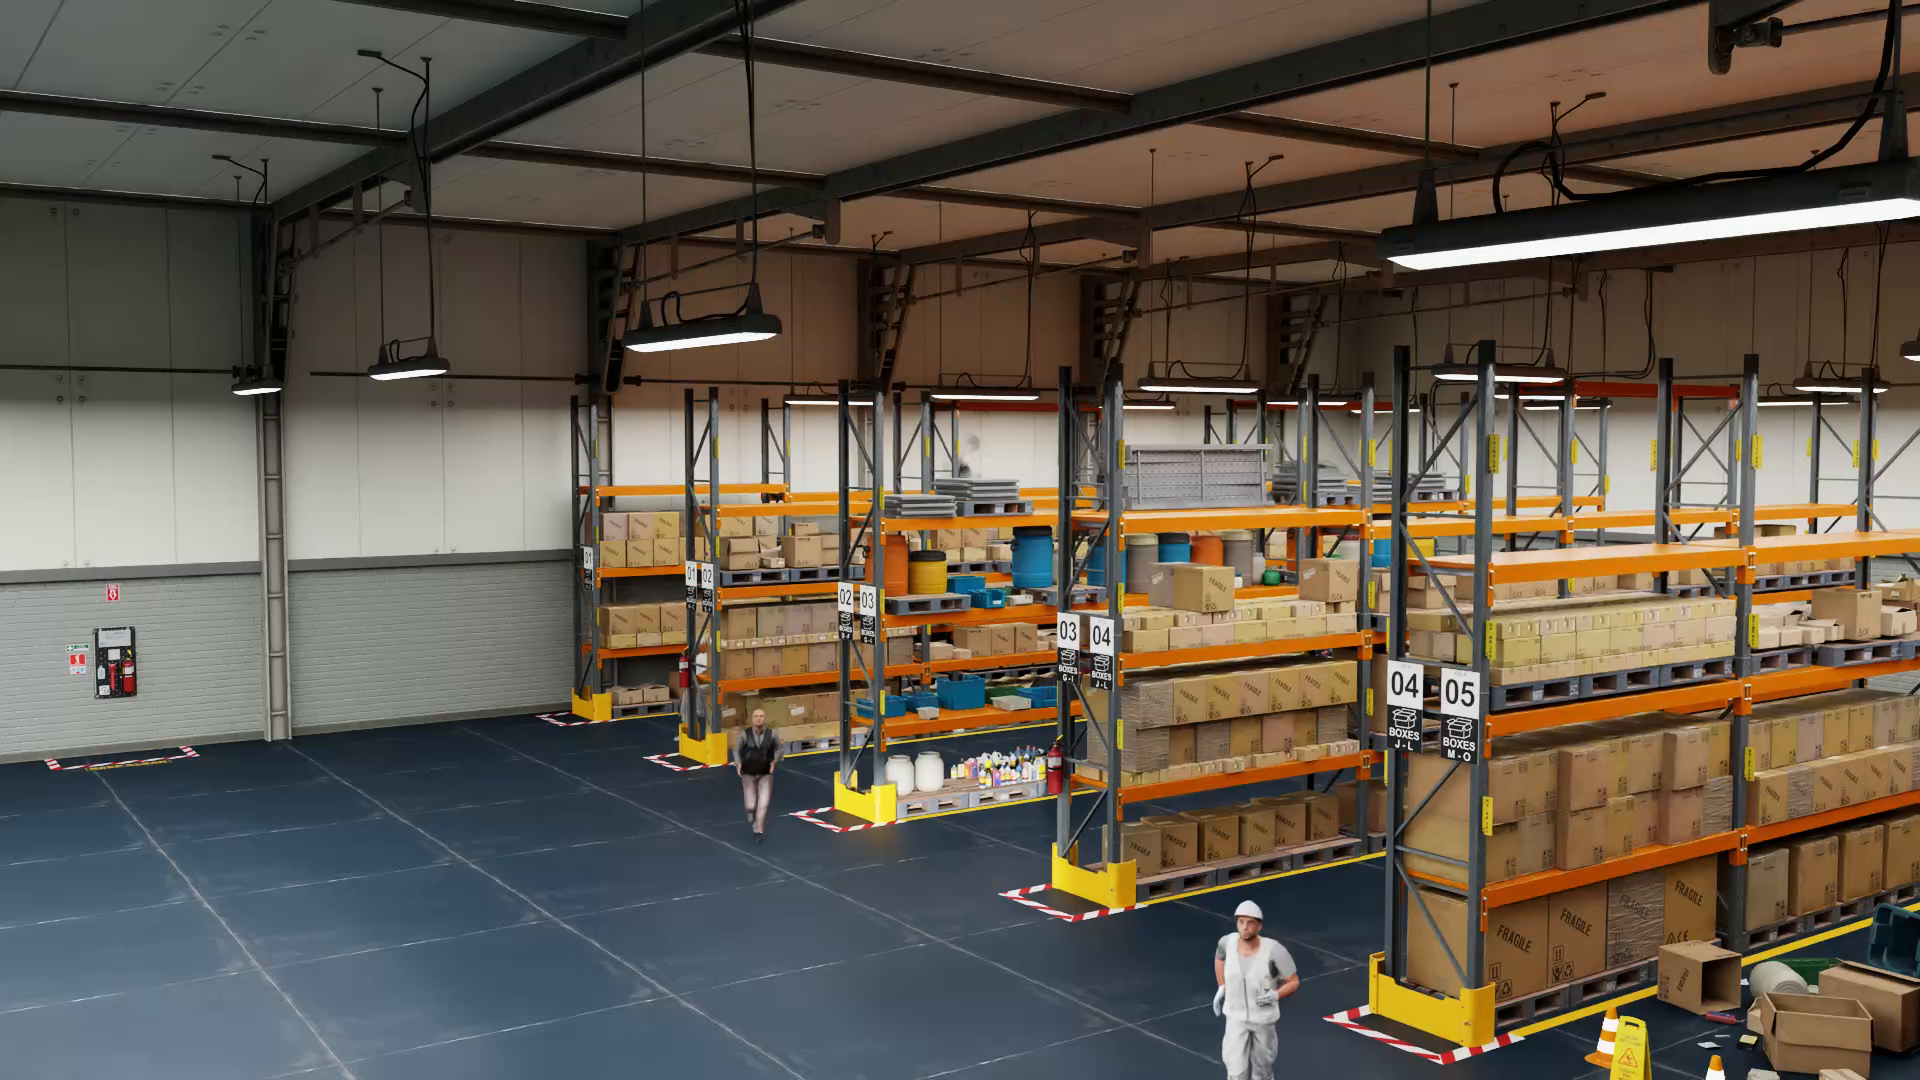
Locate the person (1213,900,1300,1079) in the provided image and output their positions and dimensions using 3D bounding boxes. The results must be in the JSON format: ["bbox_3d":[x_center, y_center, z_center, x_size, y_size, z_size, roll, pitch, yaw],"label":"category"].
[{"bbox_3d":[2.149,3.508,12.122,0.640,1.803,0.913,1,4,17],"label":"person"}]

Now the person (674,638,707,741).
[{"bbox_3d":[-4.528,2.555,28.666,0.904,1.748,0.726,-3,4,-38],"label":"person"}]

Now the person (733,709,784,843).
[{"bbox_3d":[-2.615,3.037,21.602,0.662,1.694,0.651,-1,3,-8],"label":"person"}]
